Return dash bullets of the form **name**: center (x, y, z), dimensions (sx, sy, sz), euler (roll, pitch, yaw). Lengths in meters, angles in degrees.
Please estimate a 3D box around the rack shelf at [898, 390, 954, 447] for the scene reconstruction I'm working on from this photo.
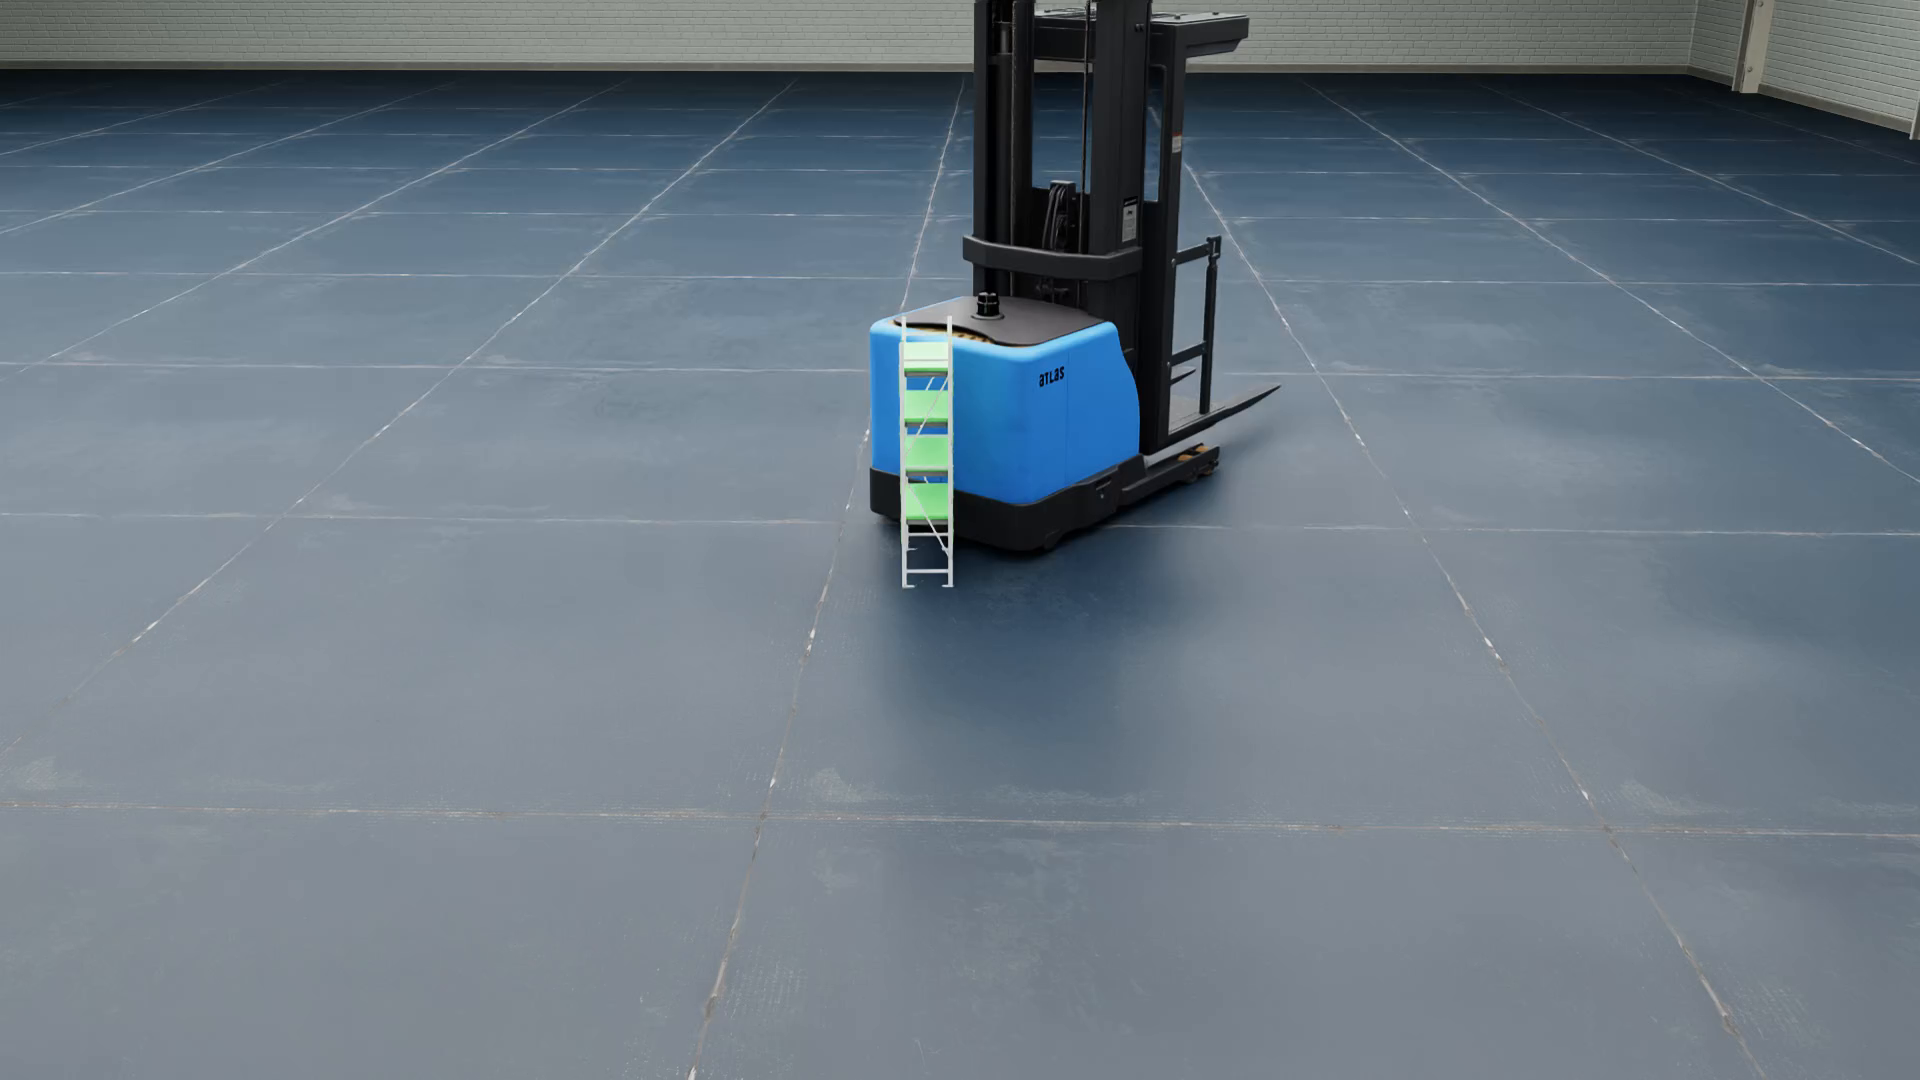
- **rack shelf**: center (-0.158, -0.586, 7.893), dimensions (0.258, 0.148, 0.480), euler (0, 21, -1)

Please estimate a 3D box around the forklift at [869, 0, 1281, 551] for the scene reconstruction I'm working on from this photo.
- **forklift**: center (0.825, -1.778, 9.060), dimensions (1.130, 2.935, 3.031), euler (16, 26, 35)

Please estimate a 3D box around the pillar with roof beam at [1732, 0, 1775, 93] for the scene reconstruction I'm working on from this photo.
- **pillar with roof beam**: center (8.900, -11.780, 26.450), dimensions (9.100, 9.000, 0.400), euler (1, 21, 2)

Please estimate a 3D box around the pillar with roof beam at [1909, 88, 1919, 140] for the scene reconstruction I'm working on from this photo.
- **pillar with roof beam**: center (8.717, -9.611, 20.859), dimensions (9.100, 9.000, 0.400), euler (1, 21, 2)

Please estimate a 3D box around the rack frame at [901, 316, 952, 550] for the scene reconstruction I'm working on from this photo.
- **rack frame**: center (-0.160, -0.510, 8.184), dimensions (0.240, 1.200, 0.015), euler (0, 21, -1)

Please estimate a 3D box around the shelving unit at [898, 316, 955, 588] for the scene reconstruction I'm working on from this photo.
- **shelving unit**: center (-0.158, -0.422, 7.957), dimensions (0.258, 1.200, 0.503), euler (0, 21, -1)

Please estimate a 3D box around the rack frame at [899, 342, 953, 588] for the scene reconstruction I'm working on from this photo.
- **rack frame**: center (-0.155, -0.333, 7.729), dimensions (0.240, 1.200, 0.015), euler (0, 21, -1)

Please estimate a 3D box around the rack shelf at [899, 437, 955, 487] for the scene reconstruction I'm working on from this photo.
- **rack shelf**: center (-0.158, -0.362, 7.980), dimensions (0.258, 0.148, 0.480), euler (0, 21, -1)

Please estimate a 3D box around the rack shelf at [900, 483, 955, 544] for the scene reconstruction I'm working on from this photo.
- **rack shelf**: center (-0.158, -0.138, 8.067), dimensions (0.258, 0.148, 0.480), euler (0, 21, -1)

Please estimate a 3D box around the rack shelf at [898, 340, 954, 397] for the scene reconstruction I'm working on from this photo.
- **rack shelf**: center (-0.158, -0.810, 7.806), dimensions (0.258, 0.148, 0.480), euler (0, 21, -1)
